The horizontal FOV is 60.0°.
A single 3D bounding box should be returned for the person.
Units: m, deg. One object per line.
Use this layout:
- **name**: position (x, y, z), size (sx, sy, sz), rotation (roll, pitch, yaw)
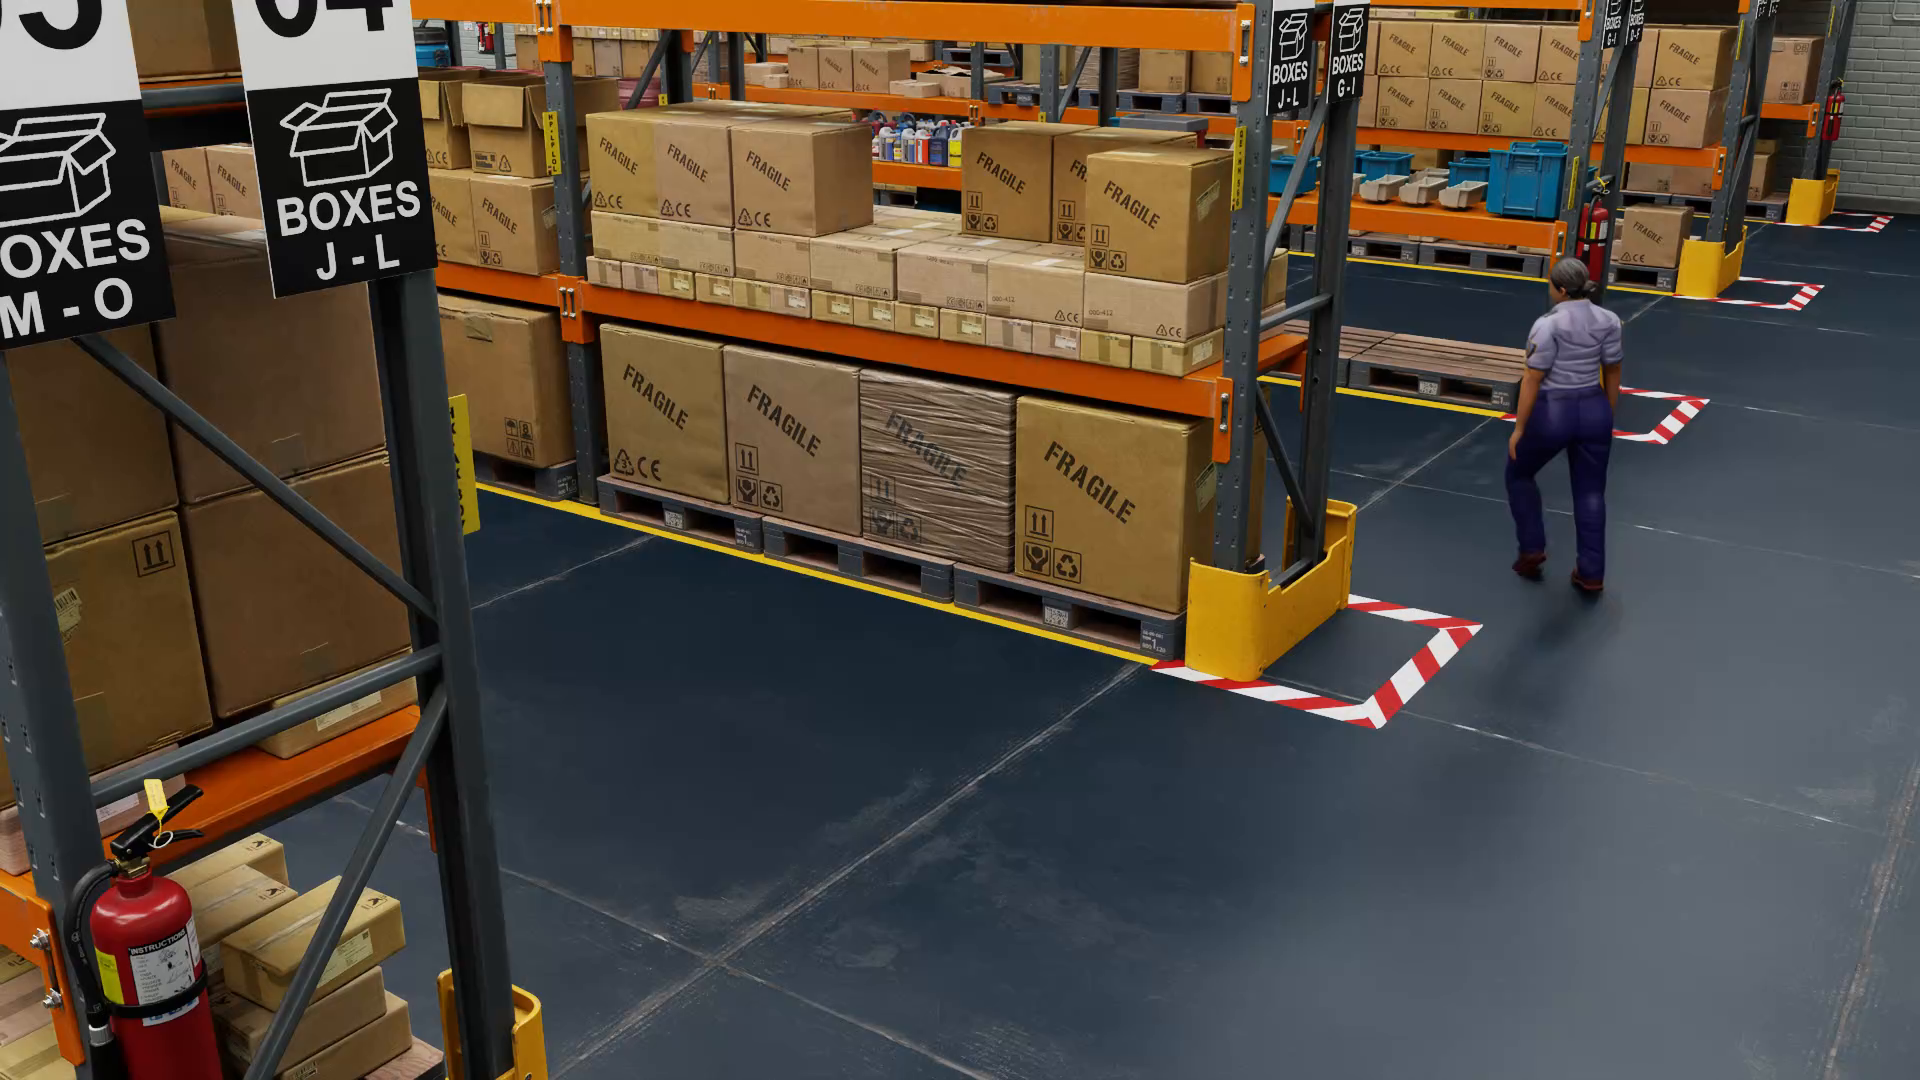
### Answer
- **person**: position (2.945, -0.531, 8.143), size (0.565, 1.713, 0.557), rotation (-1, 20, -3)
